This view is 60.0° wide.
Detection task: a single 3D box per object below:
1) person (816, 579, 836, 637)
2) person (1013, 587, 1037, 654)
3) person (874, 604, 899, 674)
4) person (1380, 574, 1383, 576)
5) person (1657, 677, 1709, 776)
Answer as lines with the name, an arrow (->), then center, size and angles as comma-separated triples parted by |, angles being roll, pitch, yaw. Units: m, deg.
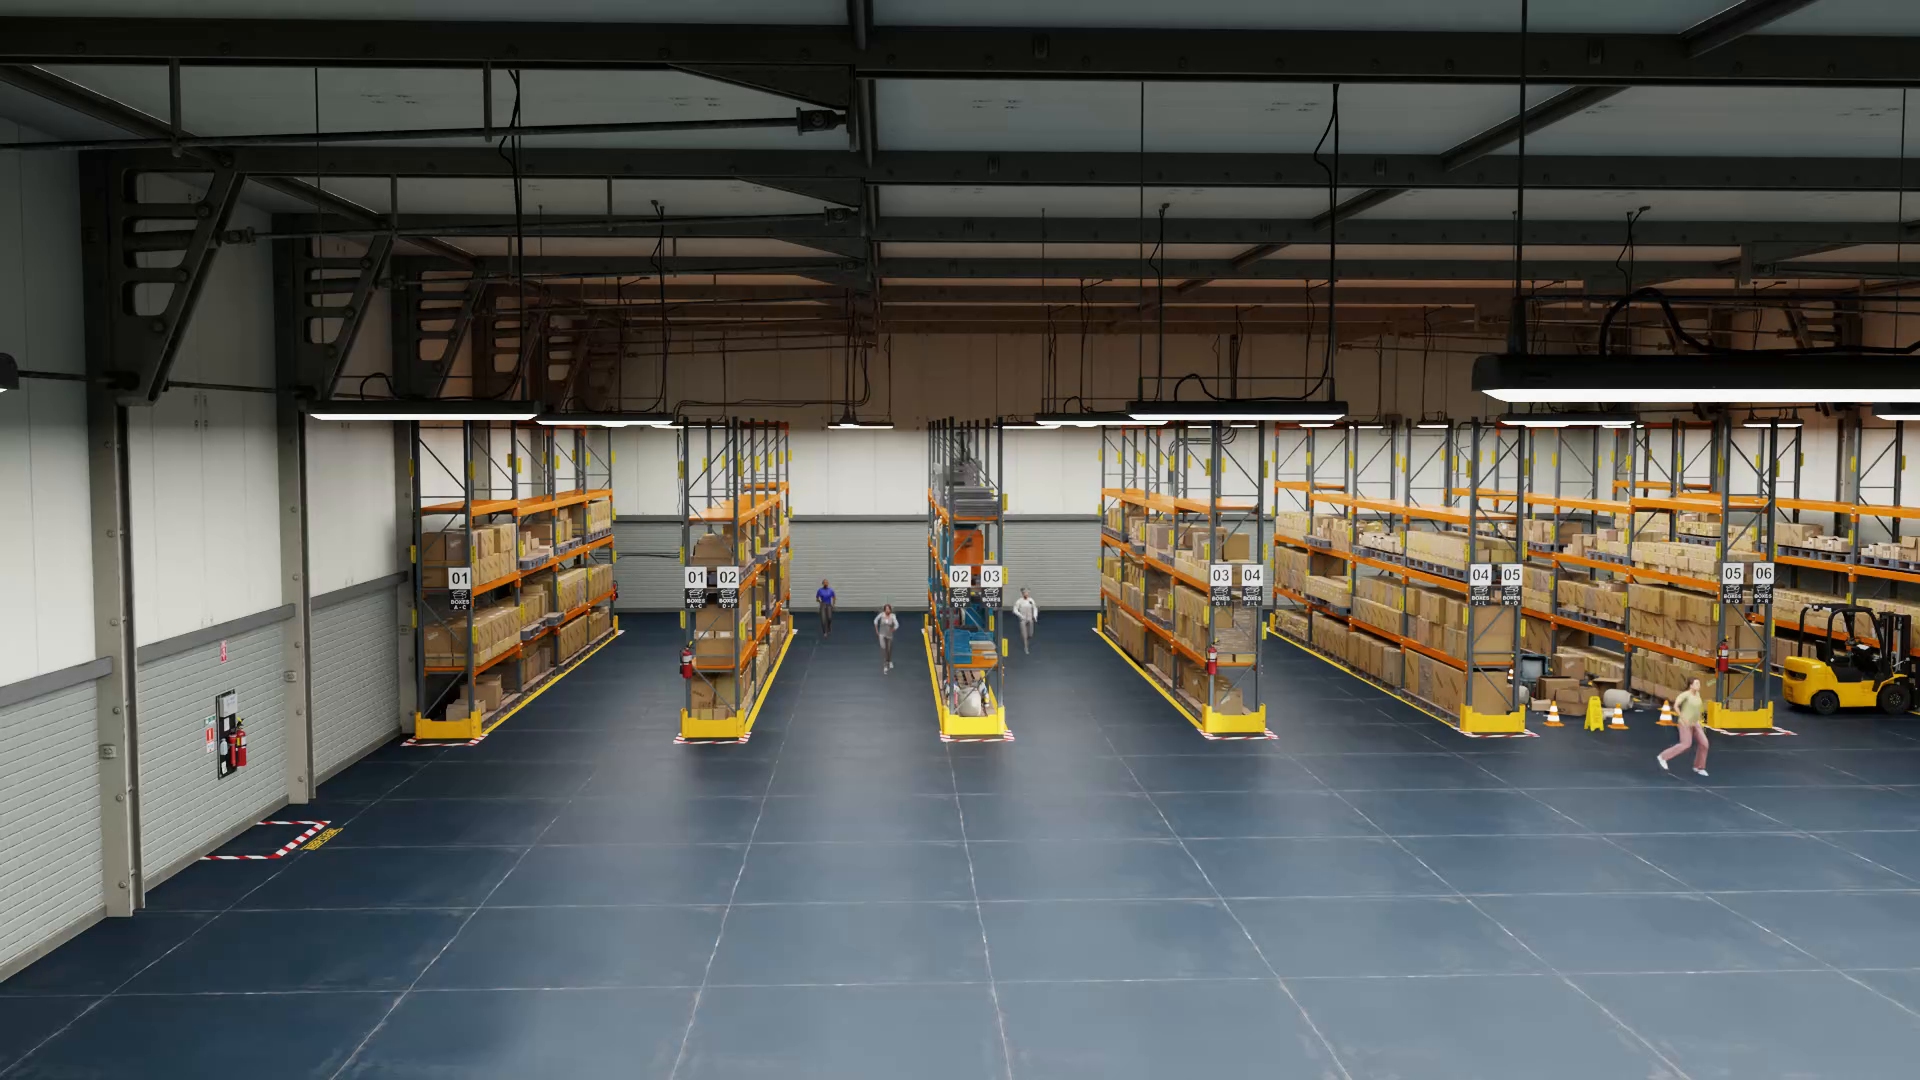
person -> -3.742, 1.901, 46.322 | 0.543, 1.617, 0.522 | 0, 4, -7
person -> 1.637, 1.990, 41.326 | 0.616, 1.660, 0.531 | -1, 4, -8
person -> -1.690, 2.250, 38.315 | 0.566, 1.581, 0.841 | 0, 4, -4
person -> 11.755, 1.841, 46.425 | 0.599, 1.769, 0.831 | -1, 4, -16
person -> 12.176, 3.113, 27.856 | 0.792, 1.667, 0.677 | -3, 4, -34
